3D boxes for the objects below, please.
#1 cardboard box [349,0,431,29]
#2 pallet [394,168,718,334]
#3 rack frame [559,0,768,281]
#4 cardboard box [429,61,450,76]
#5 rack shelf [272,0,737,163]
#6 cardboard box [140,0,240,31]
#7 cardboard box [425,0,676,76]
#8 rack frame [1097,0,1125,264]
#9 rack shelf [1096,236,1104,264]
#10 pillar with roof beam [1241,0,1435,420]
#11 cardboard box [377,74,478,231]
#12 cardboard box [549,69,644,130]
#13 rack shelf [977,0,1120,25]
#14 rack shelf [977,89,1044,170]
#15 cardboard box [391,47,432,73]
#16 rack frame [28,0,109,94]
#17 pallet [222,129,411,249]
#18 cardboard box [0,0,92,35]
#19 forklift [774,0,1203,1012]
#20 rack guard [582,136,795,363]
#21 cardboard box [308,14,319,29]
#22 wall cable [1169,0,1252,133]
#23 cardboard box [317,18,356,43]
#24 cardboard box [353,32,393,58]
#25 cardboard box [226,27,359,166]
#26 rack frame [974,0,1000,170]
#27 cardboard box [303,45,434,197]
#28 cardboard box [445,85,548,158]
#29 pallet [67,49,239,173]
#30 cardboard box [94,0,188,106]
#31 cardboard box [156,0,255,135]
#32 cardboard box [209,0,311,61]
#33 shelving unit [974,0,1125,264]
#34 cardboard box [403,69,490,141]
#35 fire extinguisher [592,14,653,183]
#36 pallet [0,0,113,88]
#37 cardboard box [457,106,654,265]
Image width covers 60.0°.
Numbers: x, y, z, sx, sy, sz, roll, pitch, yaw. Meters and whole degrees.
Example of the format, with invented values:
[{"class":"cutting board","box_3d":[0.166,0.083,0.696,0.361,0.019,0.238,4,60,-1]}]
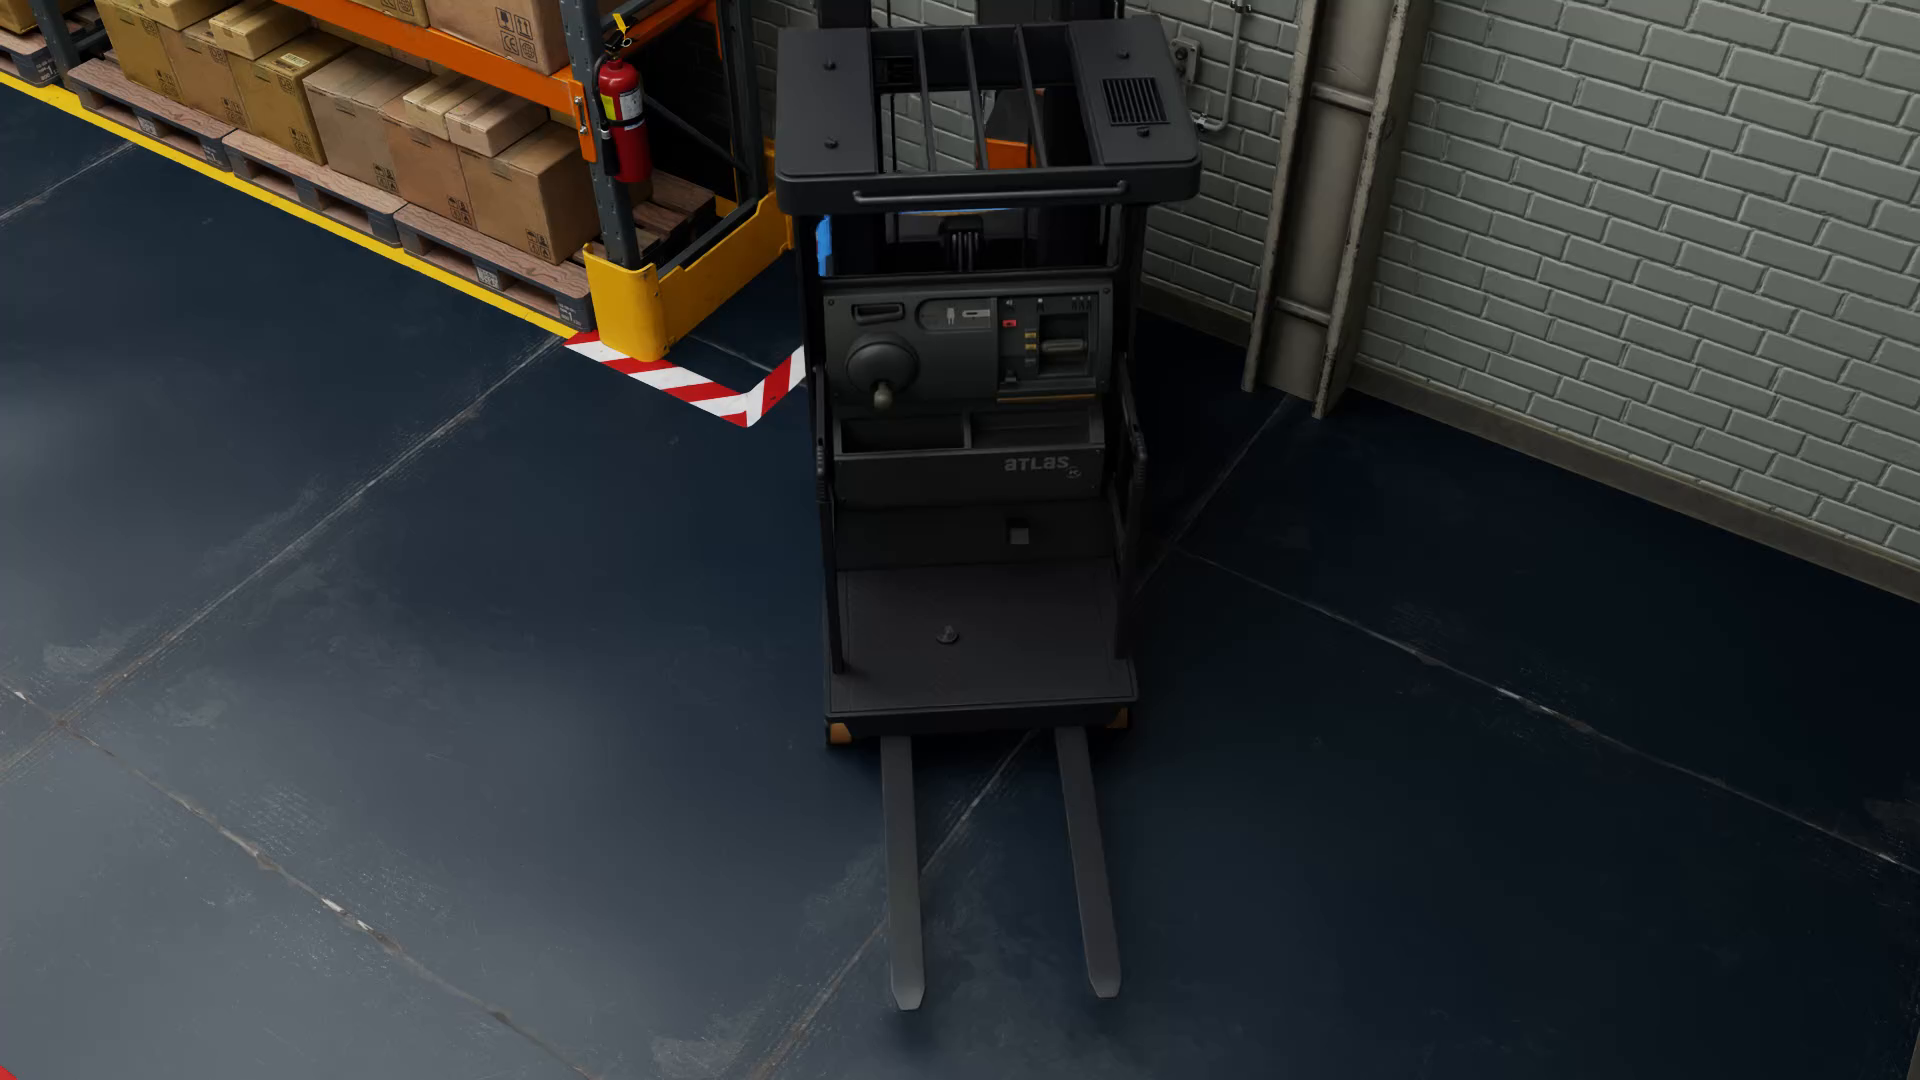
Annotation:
[{"class":"cardboard box","box_3d":[-2.295,-2.830,7.199,0.700,0.700,0.980,24,51,22]},{"class":"pallet","box_3d":[-1.957,-1.550,8.109,1.213,0.211,1.003,25,51,22]},{"class":"rack frame","box_3d":[-1.242,-2.259,6.854,0.127,3.000,1.000,25,51,22]},{"class":"cardboard box","box_3d":[-2.309,-2.336,7.927,0.250,0.149,0.380,25,51,22]},{"class":"rack shelf","box_3d":[-2.925,-2.783,7.864,4.000,0.370,1.077,25,51,22]},{"class":"cardboard box","box_3d":[-3.845,-2.715,8.295,0.250,0.149,0.380,26,51,23]},{"class":"cardboard box","box_3d":[-1.676,-2.555,6.932,0.700,0.700,0.980,27,52,24]},{"class":"rack frame","box_3d":[0.586,-1.487,6.729,0.015,2.100,0.400,10,47,9]},{"class":"rack shelf","box_3d":[0.351,-1.030,7.280,0.480,0.518,0.431,10,47,9]},{"class":"pillar with roof beam","box_3d":[-0.826,-1.228,1.669,0.400,9.000,9.100,25,51,22]},{"class":"cardboard box","box_3d":[-2.306,-1.939,7.993,0.500,0.500,0.700,25,51,22]},{"class":"cardboard box","box_3d":[-1.672,-2.044,7.642,0.250,0.149,0.380,25,51,22]},{"class":"rack shelf","box_3d":[0.346,-2.006,6.277,0.480,0.518,0.431,10,47,9]},{"class":"rack shelf","box_3d":[0.348,-1.518,6.779,0.480,0.518,0.431,10,47,9]},{"class":"cardboard box","box_3d":[-2.523,-2.434,8.022,0.250,0.149,0.380,25,51,23]},{"class":"rack frame","box_3d":[-4.609,-3.808,8.359,0.127,3.000,1.000,25,51,22]},{"class":"pallet","box_3d":[-2.980,-2.023,8.568,1.213,0.211,1.003,25,51,22]},{"class":"cardboard box","box_3d":[-5.226,-3.378,9.147,0.750,0.750,0.750,25,51,23]},{"class":"forklift","box_3d":[0.048,-0.536,5.227,1.130,2.935,3.031,-3,46,-3]},{"class":"rack guard","box_3d":[-1.221,-1.379,7.741,0.348,0.500,1.175,25,51,22]},{"class":"cardboard box","box_3d":[-3.170,-2.731,8.310,0.250,0.149,0.380,25,51,22]},{"class":"wall cable","box_3d":[0.347,-2.689,6.563,1.851,1.984,0.084,25,51,22]},{"class":"cardboard box","box_3d":[-2.953,-2.632,8.214,0.250,0.149,0.380,24,50,21]},{"class":"cardboard box","box_3d":[-2.740,-2.533,8.118,0.250,0.149,0.380,25,51,22]},{"class":"cardboard box","box_3d":[-3.183,-2.335,8.378,0.500,0.500,0.700,26,51,23]},{"class":"rack frame","box_3d":[0.111,-1.568,6.809,0.015,2.100,0.400,10,47,9]},{"class":"cardboard box","box_3d":[-2.730,-2.133,8.181,0.500,0.500,0.700,23,50,21]},{"class":"cardboard box","box_3d":[-2.091,-1.911,7.513,0.250,0.149,0.380,24,51,22]},{"class":"pallet","box_3d":[-4.011,-2.495,9.027,1.213,0.211,1.003,25,51,22]},{"class":"cardboard box","box_3d":[-4.034,-2.732,8.763,0.500,0.500,0.700,25,51,23]},{"class":"cardboard box","box_3d":[-3.613,-2.535,8.572,0.500,0.500,0.700,24,51,22]},{"class":"cardboard box","box_3d":[-3.405,-2.513,8.098,0.250,0.149,0.380,23,50,21]},{"class":"shelving unit","box_3d":[0.348,-1.527,6.769,0.503,2.100,0.431,10,47,9]},{"class":"cardboard box","box_3d":[-2.307,-2.009,7.609,0.250,0.149,0.380,26,51,23]},{"class":"fire extinguisher","box_3d":[-1.364,-1.765,6.688,0.183,0.674,0.296,25,51,22]},{"class":"pallet","box_3d":[-5.299,-3.089,9.605,1.213,0.211,1.003,25,51,22]},{"class":"cardboard box","box_3d":[-1.885,-1.745,7.804,0.500,0.500,0.700,25,51,22]}]
